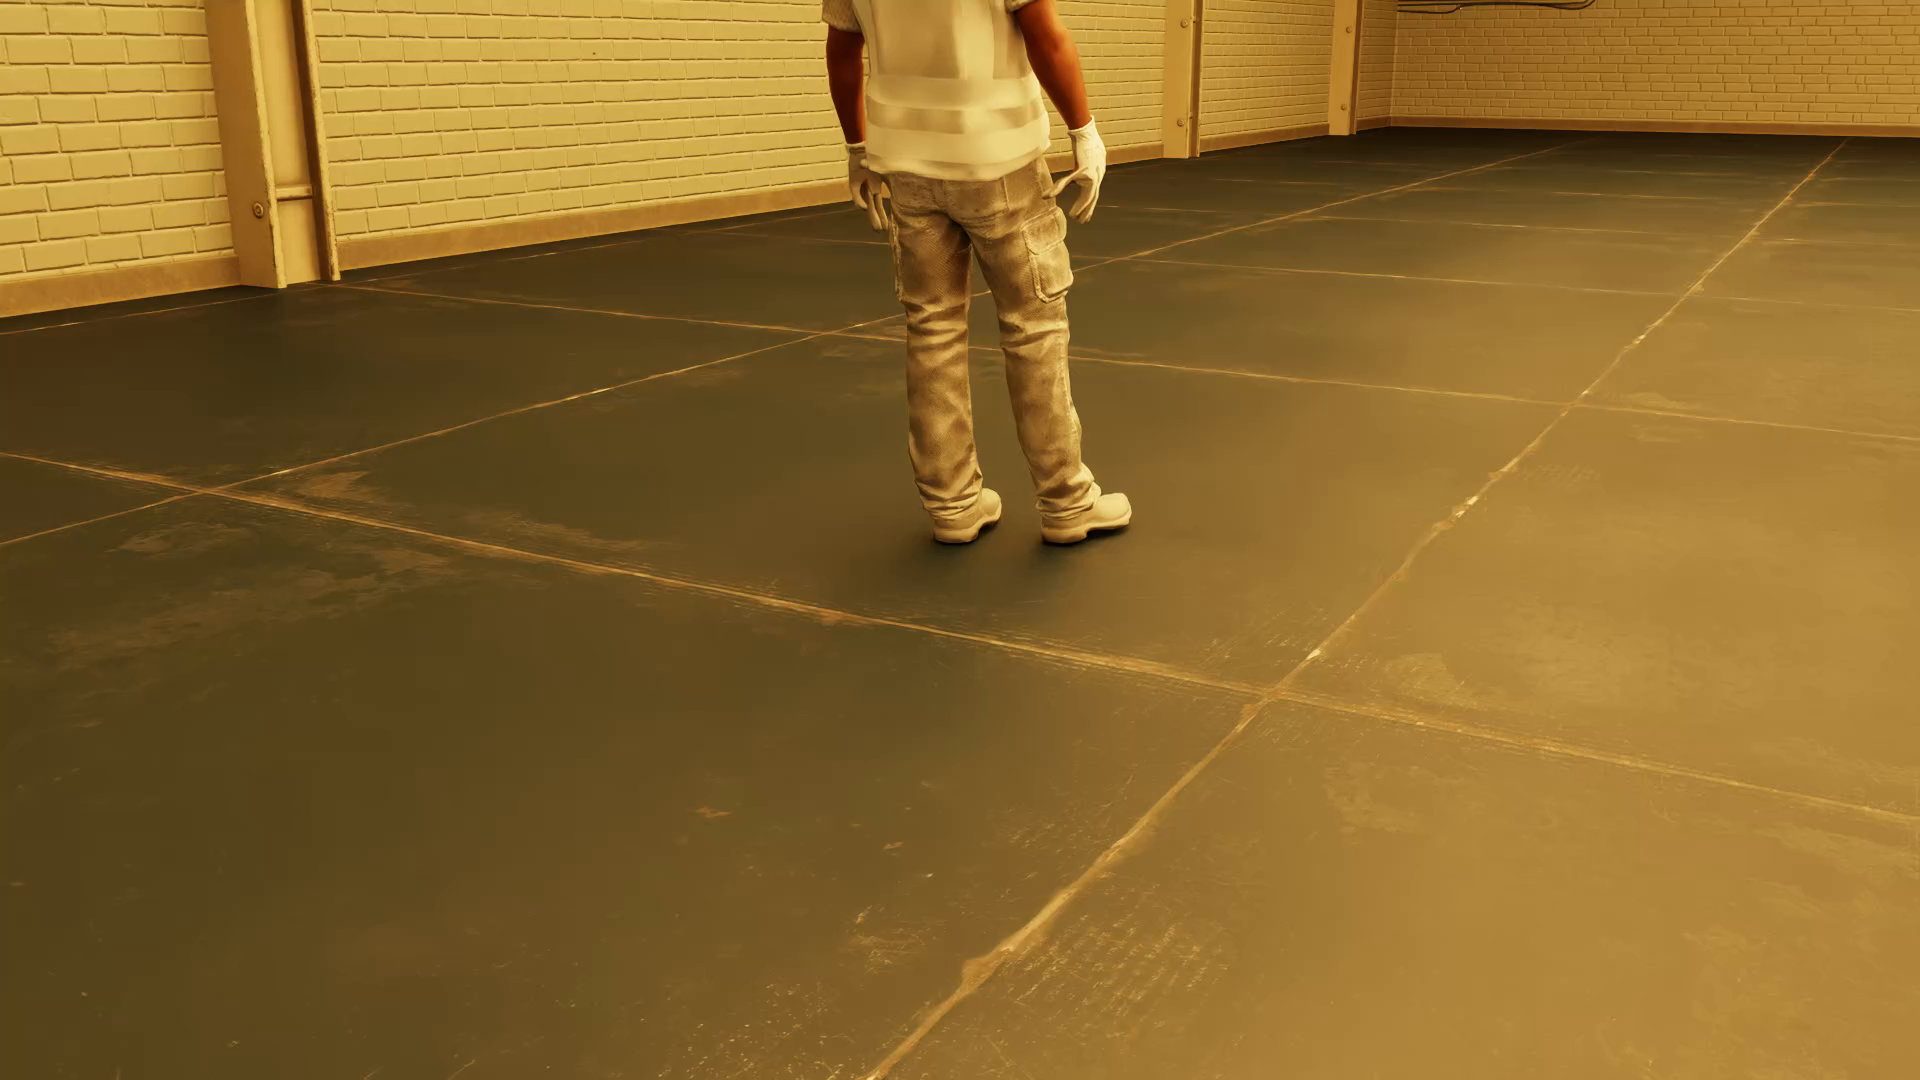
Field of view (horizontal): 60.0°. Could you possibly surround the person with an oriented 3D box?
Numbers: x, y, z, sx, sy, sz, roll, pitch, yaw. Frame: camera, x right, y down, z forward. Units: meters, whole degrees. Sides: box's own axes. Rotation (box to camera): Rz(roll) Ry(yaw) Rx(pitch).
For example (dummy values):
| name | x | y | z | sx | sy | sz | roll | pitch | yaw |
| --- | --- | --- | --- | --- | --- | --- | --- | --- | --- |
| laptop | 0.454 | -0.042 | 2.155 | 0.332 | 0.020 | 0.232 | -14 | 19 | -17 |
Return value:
| name | x | y | z | sx | sy | sz | roll | pitch | yaw |
| --- | --- | --- | --- | --- | --- | --- | --- | --- | --- |
| person | 0.043 | -0.879 | 3.843 | 0.657 | 1.785 | 0.575 | 9 | 19 | 28 |
